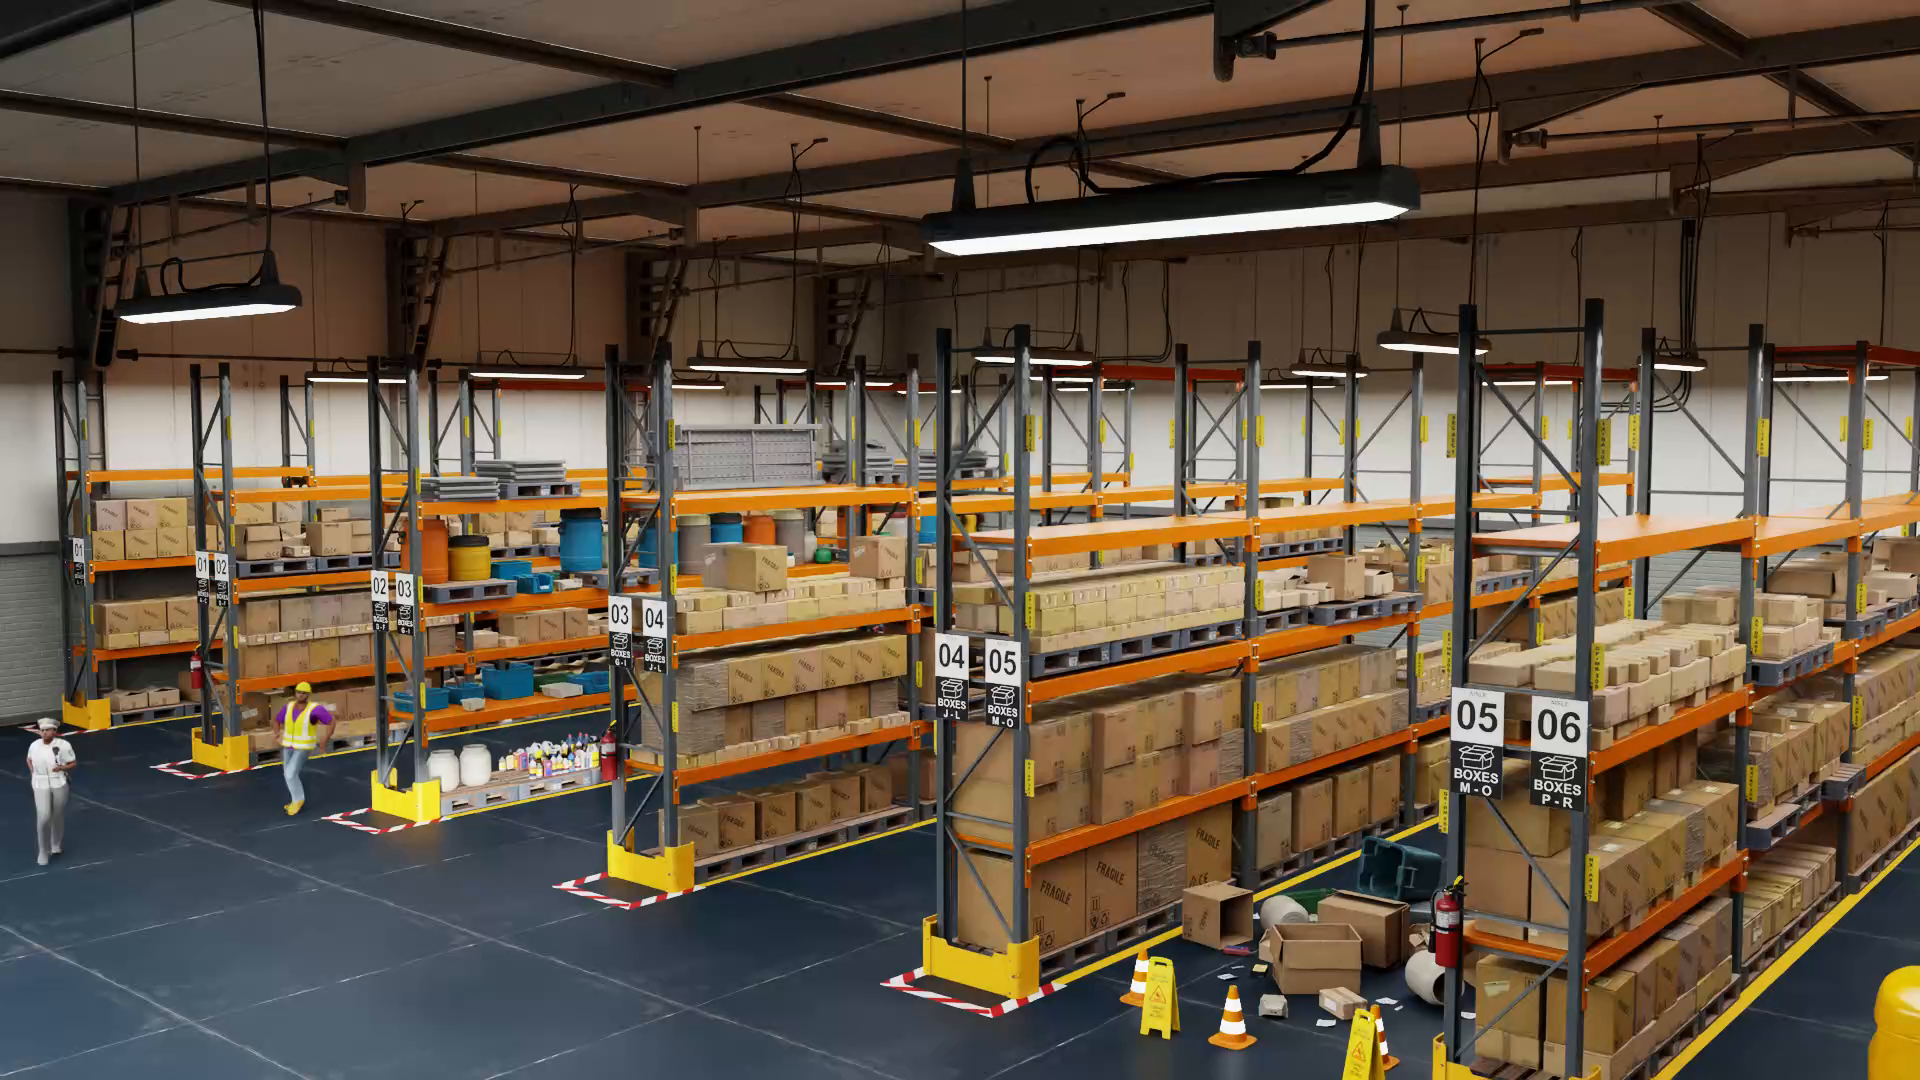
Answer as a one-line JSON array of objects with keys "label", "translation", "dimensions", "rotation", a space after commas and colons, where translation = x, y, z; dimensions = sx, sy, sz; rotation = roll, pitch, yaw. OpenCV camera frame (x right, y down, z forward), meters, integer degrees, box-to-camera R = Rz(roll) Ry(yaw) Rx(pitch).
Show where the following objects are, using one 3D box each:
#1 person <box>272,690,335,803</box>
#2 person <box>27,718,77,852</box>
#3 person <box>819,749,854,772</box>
[{"label": "person", "translation": [-8.652, 2.693, 21.778], "dimensions": [0.776, 1.603, 0.605], "rotation": [1, 4, 12]}, {"label": "person", "translation": [-10.630, 2.849, 19.469], "dimensions": [0.545, 1.582, 0.714], "rotation": [-2, 5, -24]}, {"label": "person", "translation": [-1.802, 2.580, 24.121], "dimensions": [0.640, 1.798, 0.790], "rotation": [2, 4, 23]}]
